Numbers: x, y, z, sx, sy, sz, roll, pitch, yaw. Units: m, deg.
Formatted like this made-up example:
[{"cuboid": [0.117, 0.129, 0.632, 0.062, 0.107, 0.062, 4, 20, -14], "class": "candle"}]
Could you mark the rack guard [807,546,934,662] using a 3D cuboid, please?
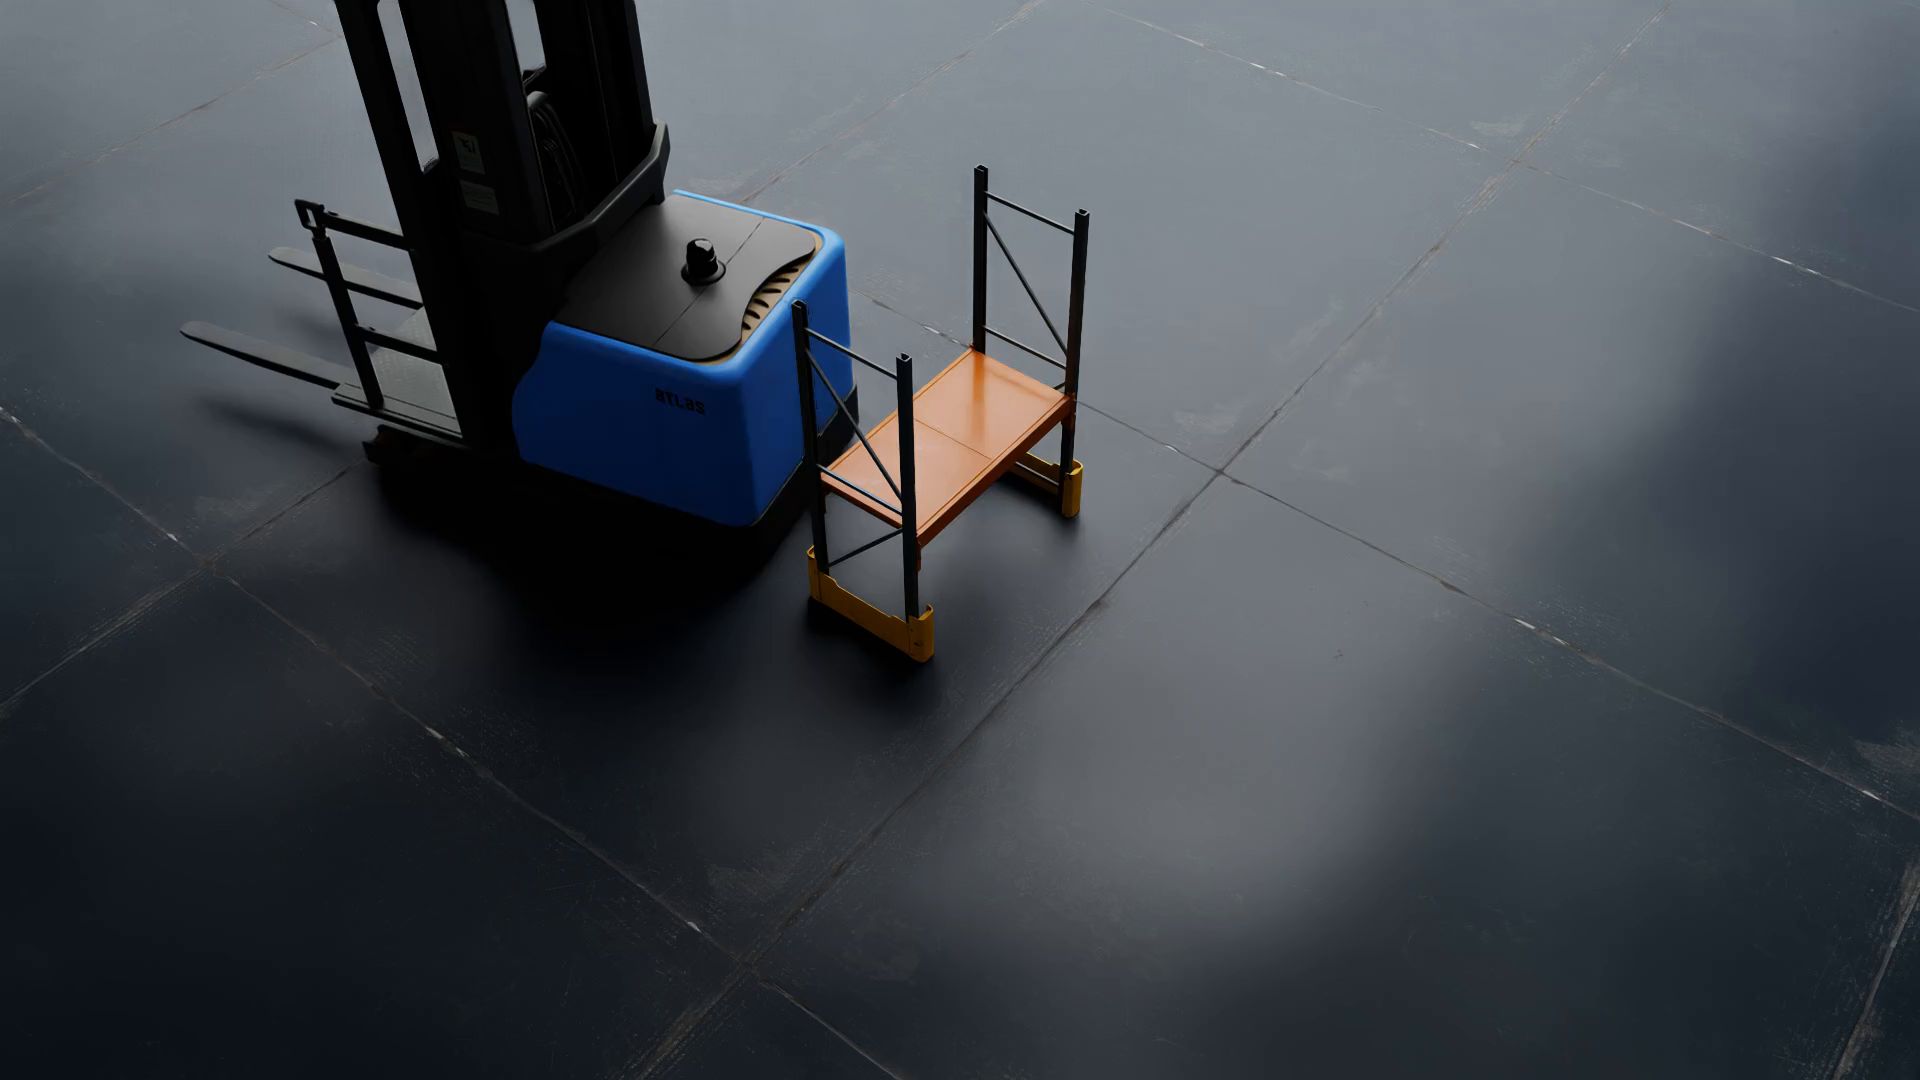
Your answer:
[{"cuboid": [-0.351, 0.242, 6.510, 0.587, 0.250, 0.087, 29, 53, 25], "class": "rack guard"}]

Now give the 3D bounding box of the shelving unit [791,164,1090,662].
[{"cuboid": [-0.047, -0.474, 6.331, 0.587, 1.500, 1.083, 29, 53, 25], "class": "shelving unit"}]

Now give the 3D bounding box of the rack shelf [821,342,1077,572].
[{"cuboid": [-0.052, -0.345, 6.456, 0.538, 0.185, 1.000, 29, 53, 25], "class": "rack shelf"}]

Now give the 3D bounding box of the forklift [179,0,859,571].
[{"cuboid": [-2.008, -1.596, 6.412, 3.031, 2.935, 1.130, 17, 49, 16], "class": "forklift"}]

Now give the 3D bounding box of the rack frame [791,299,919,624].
[{"cuboid": [-0.363, -0.178, 6.048, 0.500, 1.500, 0.032, 29, 53, 25], "class": "rack frame"}]

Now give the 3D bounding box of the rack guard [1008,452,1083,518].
[{"cuboid": [0.258, -0.328, 7.055, 0.587, 0.250, 0.087, 29, 53, 25], "class": "rack guard"}]

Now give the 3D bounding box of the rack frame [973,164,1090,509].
[{"cuboid": [0.259, -0.760, 6.604, 0.500, 1.500, 0.032, 29, 53, 25], "class": "rack frame"}]
